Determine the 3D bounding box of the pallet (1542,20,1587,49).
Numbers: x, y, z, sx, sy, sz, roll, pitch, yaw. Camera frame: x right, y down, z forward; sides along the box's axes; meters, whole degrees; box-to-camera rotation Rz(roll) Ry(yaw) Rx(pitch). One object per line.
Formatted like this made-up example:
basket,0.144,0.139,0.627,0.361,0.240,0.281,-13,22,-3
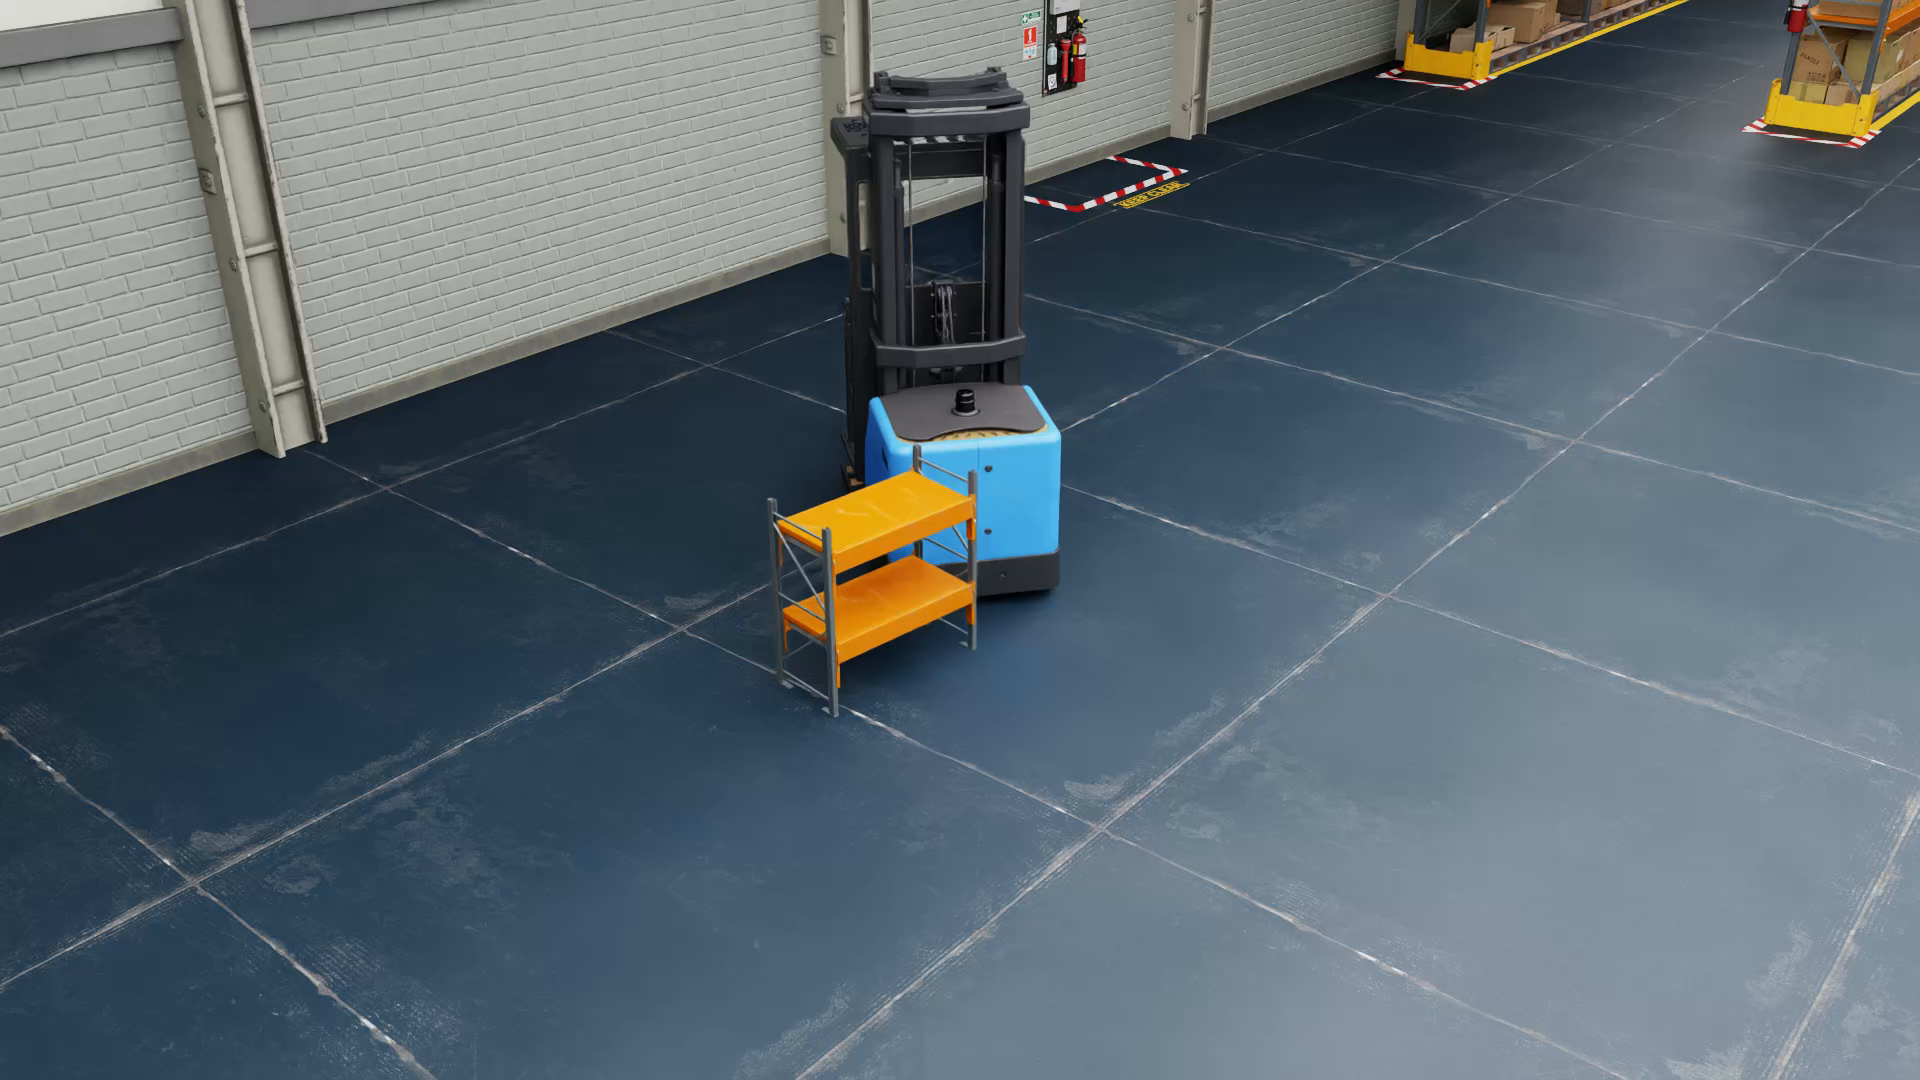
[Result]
pallet,8.959,-7.843,25.681,1.003,0.211,1.213,21,34,34

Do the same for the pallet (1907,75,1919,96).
pallet,12.645,-6.375,22.844,1.003,0.211,1.213,21,34,34

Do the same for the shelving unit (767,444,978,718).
shelving unit,-0.458,0.206,9.128,1.048,1.125,0.538,-23,35,-37

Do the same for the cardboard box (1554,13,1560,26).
cardboard box,9.041,-8.068,25.687,0.380,0.166,0.250,16,31,28

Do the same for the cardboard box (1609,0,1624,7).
cardboard box,10.459,-9.048,27.217,0.700,0.500,0.500,21,34,35

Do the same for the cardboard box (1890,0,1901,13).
cardboard box,11.276,-6.859,20.635,0.700,0.500,0.500,22,34,36

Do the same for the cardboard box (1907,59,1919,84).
cardboard box,12.425,-6.265,22.130,0.500,0.250,0.500,21,34,34

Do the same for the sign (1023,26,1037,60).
sign,0.743,-5.270,17.634,0.001,0.329,0.234,21,34,34

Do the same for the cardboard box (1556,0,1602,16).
cardboard box,9.814,-8.681,26.508,0.700,0.500,0.500,22,35,36

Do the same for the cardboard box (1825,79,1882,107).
cardboard box,11.152,-5.556,20.760,0.500,0.250,0.500,21,34,34

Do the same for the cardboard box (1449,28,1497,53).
cardboard box,7.324,-7.132,23.719,0.500,0.311,0.500,17,32,29

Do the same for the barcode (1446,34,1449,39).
barcode,7.027,-7.259,23.955,0.001,0.075,0.075,21,34,34

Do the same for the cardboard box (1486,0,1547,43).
cardboard box,8.192,-7.664,24.541,0.700,0.500,0.500,18,33,31

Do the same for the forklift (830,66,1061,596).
forklift,-0.200,-1.582,10.618,1.130,2.935,3.031,-5,28,-10

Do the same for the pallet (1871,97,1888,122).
pallet,11.093,-5.510,21.172,1.003,0.211,1.213,21,34,34

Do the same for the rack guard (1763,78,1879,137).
rack guard,10.624,-5.347,20.541,1.175,0.500,0.348,21,34,34

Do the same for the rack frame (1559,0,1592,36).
rack frame,9.358,-9.330,25.521,1.000,3.000,0.127,21,34,34

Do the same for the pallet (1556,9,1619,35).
pallet,9.853,-8.368,26.696,1.003,0.211,1.213,21,34,34

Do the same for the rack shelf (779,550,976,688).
rack shelf,-0.458,0.423,9.241,1.000,0.278,0.538,-23,35,-37

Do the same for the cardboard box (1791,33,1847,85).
cardboard box,10.750,-6.041,20.882,0.500,0.500,0.500,21,34,34

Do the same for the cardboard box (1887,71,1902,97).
cardboard box,11.785,-5.911,21.447,0.500,0.250,0.500,21,34,34

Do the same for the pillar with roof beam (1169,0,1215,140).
pillar with roof beam,6.097,-7.692,15.825,9.100,9.000,0.400,21,34,34

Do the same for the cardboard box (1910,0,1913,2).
cardboard box,11.928,-7.221,21.335,0.700,0.500,0.500,22,35,36

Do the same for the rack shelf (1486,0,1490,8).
rack shelf,8.086,-8.301,24.315,1.077,0.370,4.000,21,34,34

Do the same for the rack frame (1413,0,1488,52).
rack frame,6.814,-7.912,22.779,1.000,3.000,0.127,21,34,34

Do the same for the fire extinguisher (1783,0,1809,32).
fire extinguisher,10.205,-6.525,20.182,0.296,0.674,0.183,21,34,34

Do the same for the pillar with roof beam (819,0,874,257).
pillar with roof beam,2.281,-5.565,11.713,9.100,9.000,0.400,21,34,34

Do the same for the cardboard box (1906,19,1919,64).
cardboard box,12.415,-6.601,21.965,0.500,0.500,0.500,21,34,34

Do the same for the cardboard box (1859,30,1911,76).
cardboard box,11.776,-6.248,21.282,0.500,0.500,0.500,21,34,34

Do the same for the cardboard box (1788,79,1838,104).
cardboard box,10.752,-5.707,21.053,0.500,0.250,0.500,21,34,34

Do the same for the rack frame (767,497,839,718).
rack frame,-0.831,0.364,8.822,0.032,1.125,0.500,-23,35,-37
